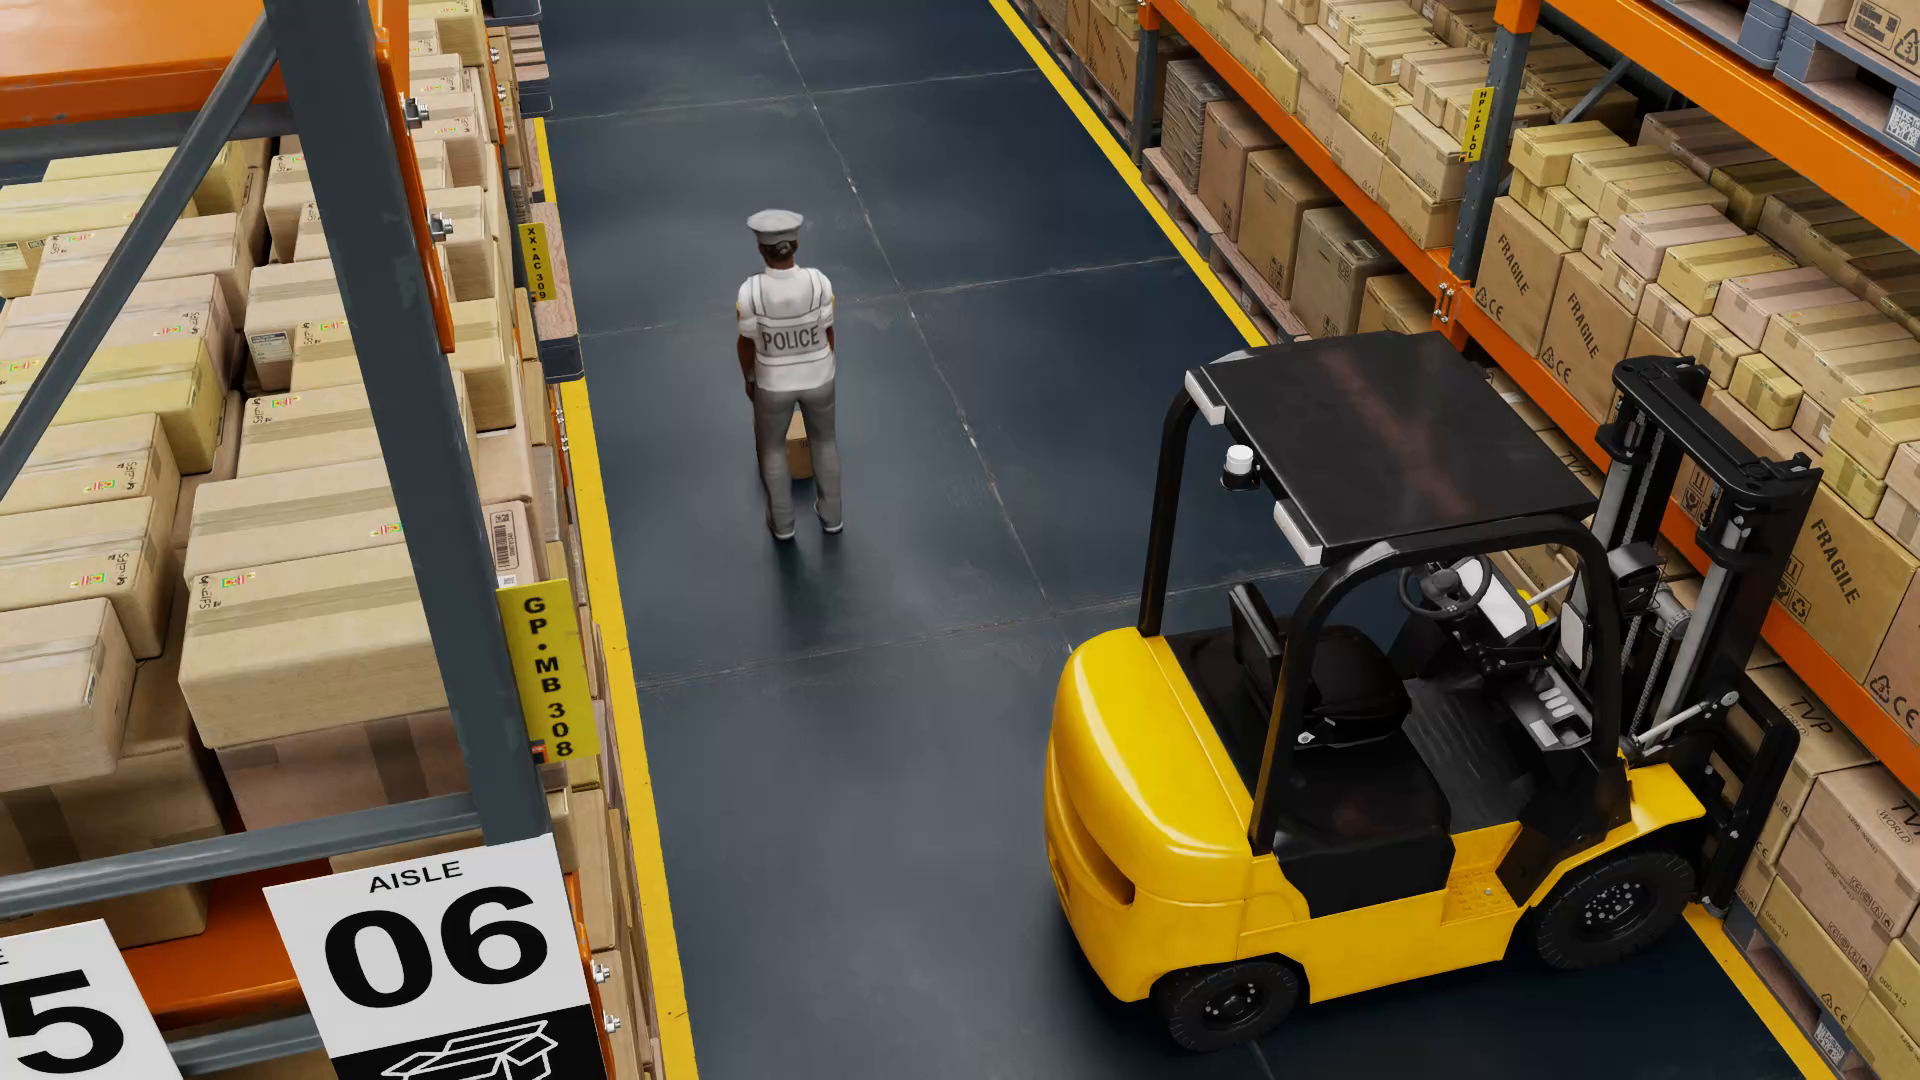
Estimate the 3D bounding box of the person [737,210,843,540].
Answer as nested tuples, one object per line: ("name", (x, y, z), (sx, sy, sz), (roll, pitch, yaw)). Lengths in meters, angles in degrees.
("person", (-0.785, -0.724, 7.647), (0.443, 1.651, 0.351), (-9, 39, -11))
